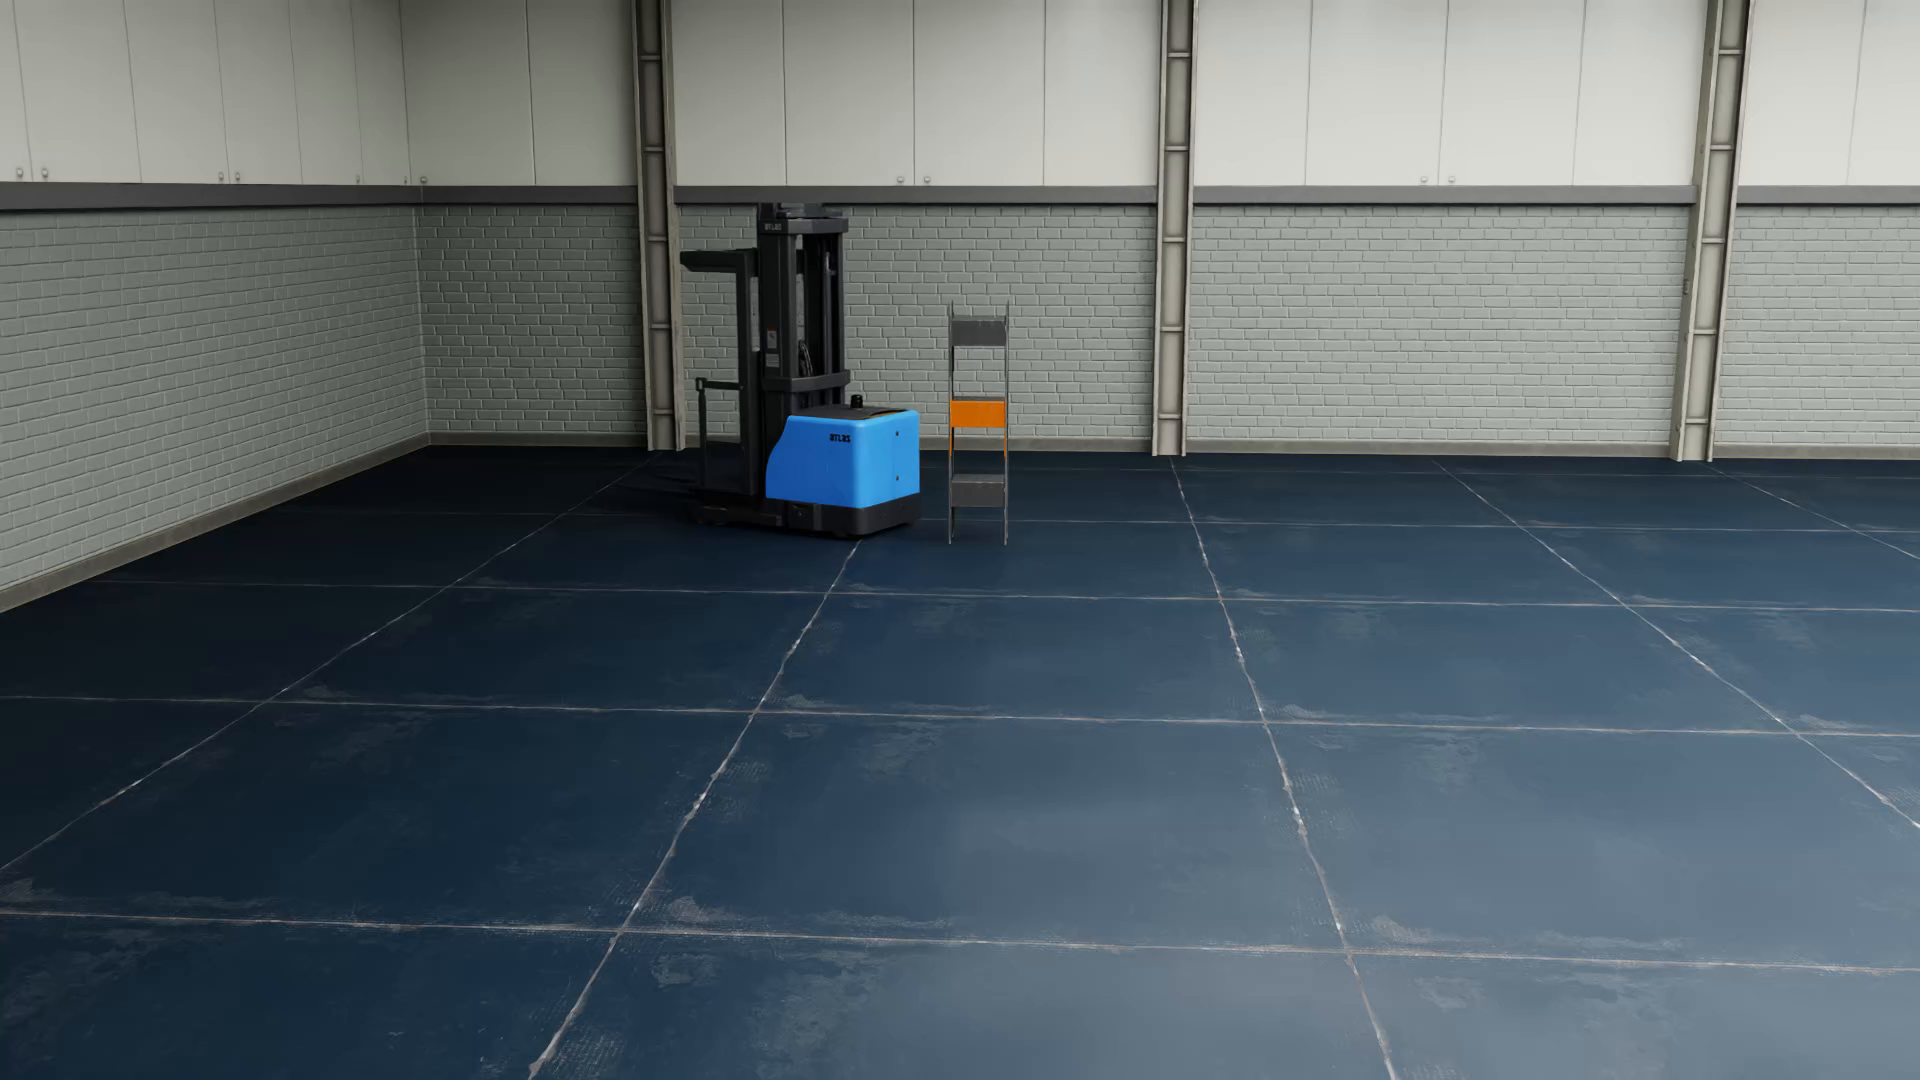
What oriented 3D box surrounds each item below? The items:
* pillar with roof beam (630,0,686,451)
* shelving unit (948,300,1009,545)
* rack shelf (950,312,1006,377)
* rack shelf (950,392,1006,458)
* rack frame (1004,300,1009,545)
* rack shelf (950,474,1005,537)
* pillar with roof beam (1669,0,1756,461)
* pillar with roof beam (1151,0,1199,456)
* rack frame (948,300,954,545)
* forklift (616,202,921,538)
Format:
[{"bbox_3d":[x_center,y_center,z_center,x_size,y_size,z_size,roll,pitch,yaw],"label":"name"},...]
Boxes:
[{"bbox_3d":[-3.816,-4.624,14.896,0.400,9.000,9.100,1,12,4],"label":"pillar with roof beam"},{"bbox_3d":[0.165,-1.025,14.542,0.503,2.100,0.431,1,12,4],"label":"shelving unit"},{"bbox_3d":[0.165,-1.697,14.402,0.480,0.518,0.431,1,12,4],"label":"rack shelf"},{"bbox_3d":[0.165,-1.012,14.545,0.480,0.518,0.431,1,12,4],"label":"rack shelf"},{"bbox_3d":[0.409,-1.022,14.526,0.015,2.100,0.400,1,12,4],"label":"rack frame"},{"bbox_3d":[0.165,-0.327,14.688,0.480,0.518,0.431,1,12,4],"label":"rack shelf"},{"bbox_3d":[8.157,-4.460,14.111,0.400,9.000,9.100,1,12,4],"label":"pillar with roof beam"},{"bbox_3d":[2.170,-4.542,14.504,0.400,9.000,9.100,1,12,4],"label":"pillar with roof beam"},{"bbox_3d":[-0.078,-1.029,14.558,0.015,2.100,0.400,1,12,4],"label":"rack frame"},{"bbox_3d":[-1.890,-1.651,15.500,3.031,2.935,1.130,7,14,30],"label":"forklift"}]
